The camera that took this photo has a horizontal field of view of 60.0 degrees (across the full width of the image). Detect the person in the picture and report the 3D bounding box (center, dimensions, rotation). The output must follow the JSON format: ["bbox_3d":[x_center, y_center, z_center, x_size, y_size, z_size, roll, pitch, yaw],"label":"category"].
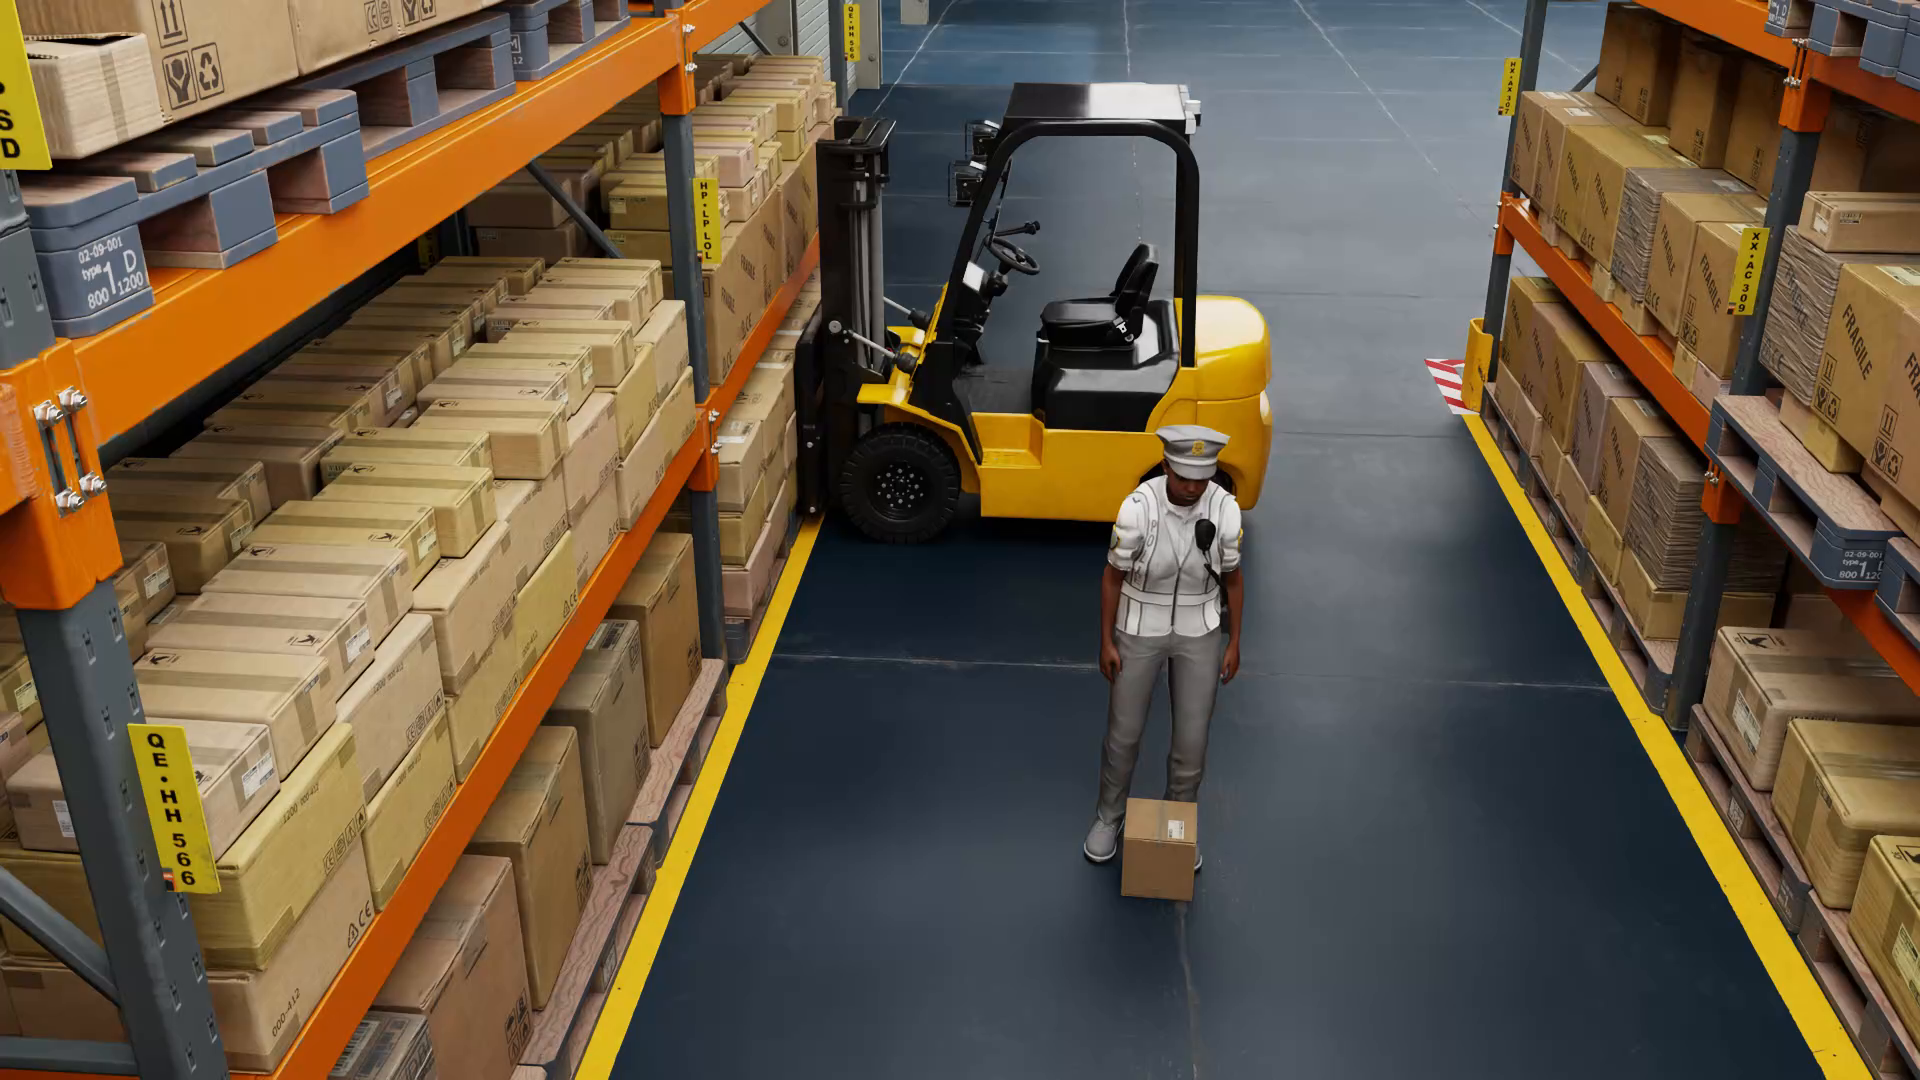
[{"bbox_3d":[0.721,0.363,5.811,0.532,1.663,0.424,0,25,1],"label":"person"}]
